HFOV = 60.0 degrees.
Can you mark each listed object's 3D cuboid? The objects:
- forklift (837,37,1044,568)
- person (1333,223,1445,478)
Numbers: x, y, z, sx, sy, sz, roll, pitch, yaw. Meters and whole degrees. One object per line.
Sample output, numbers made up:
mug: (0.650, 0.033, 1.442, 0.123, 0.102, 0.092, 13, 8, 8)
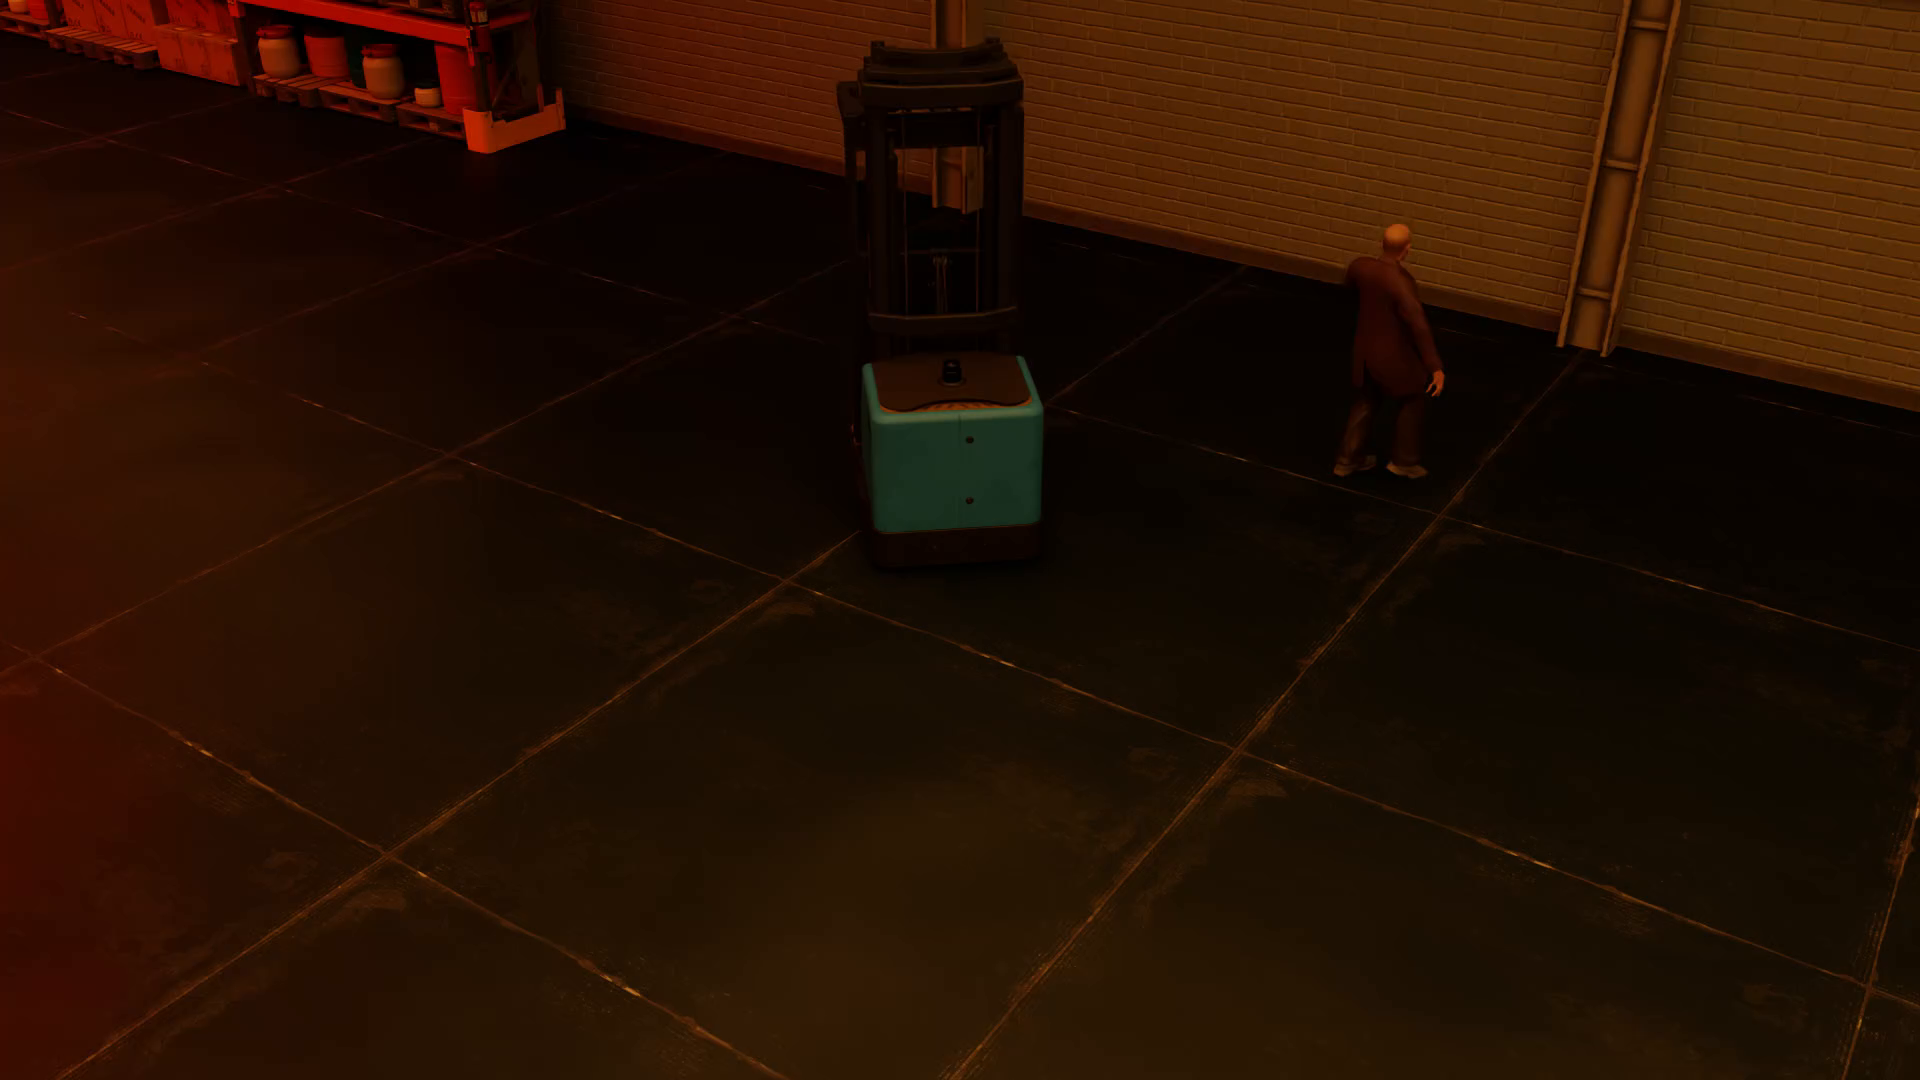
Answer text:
forklift: (-0.188, -1.817, 10.710, 1.130, 2.935, 3.031, -4, 30, -6)
person: (2.847, -1.205, 10.889, 0.640, 1.808, 1.025, -15, 33, -23)
